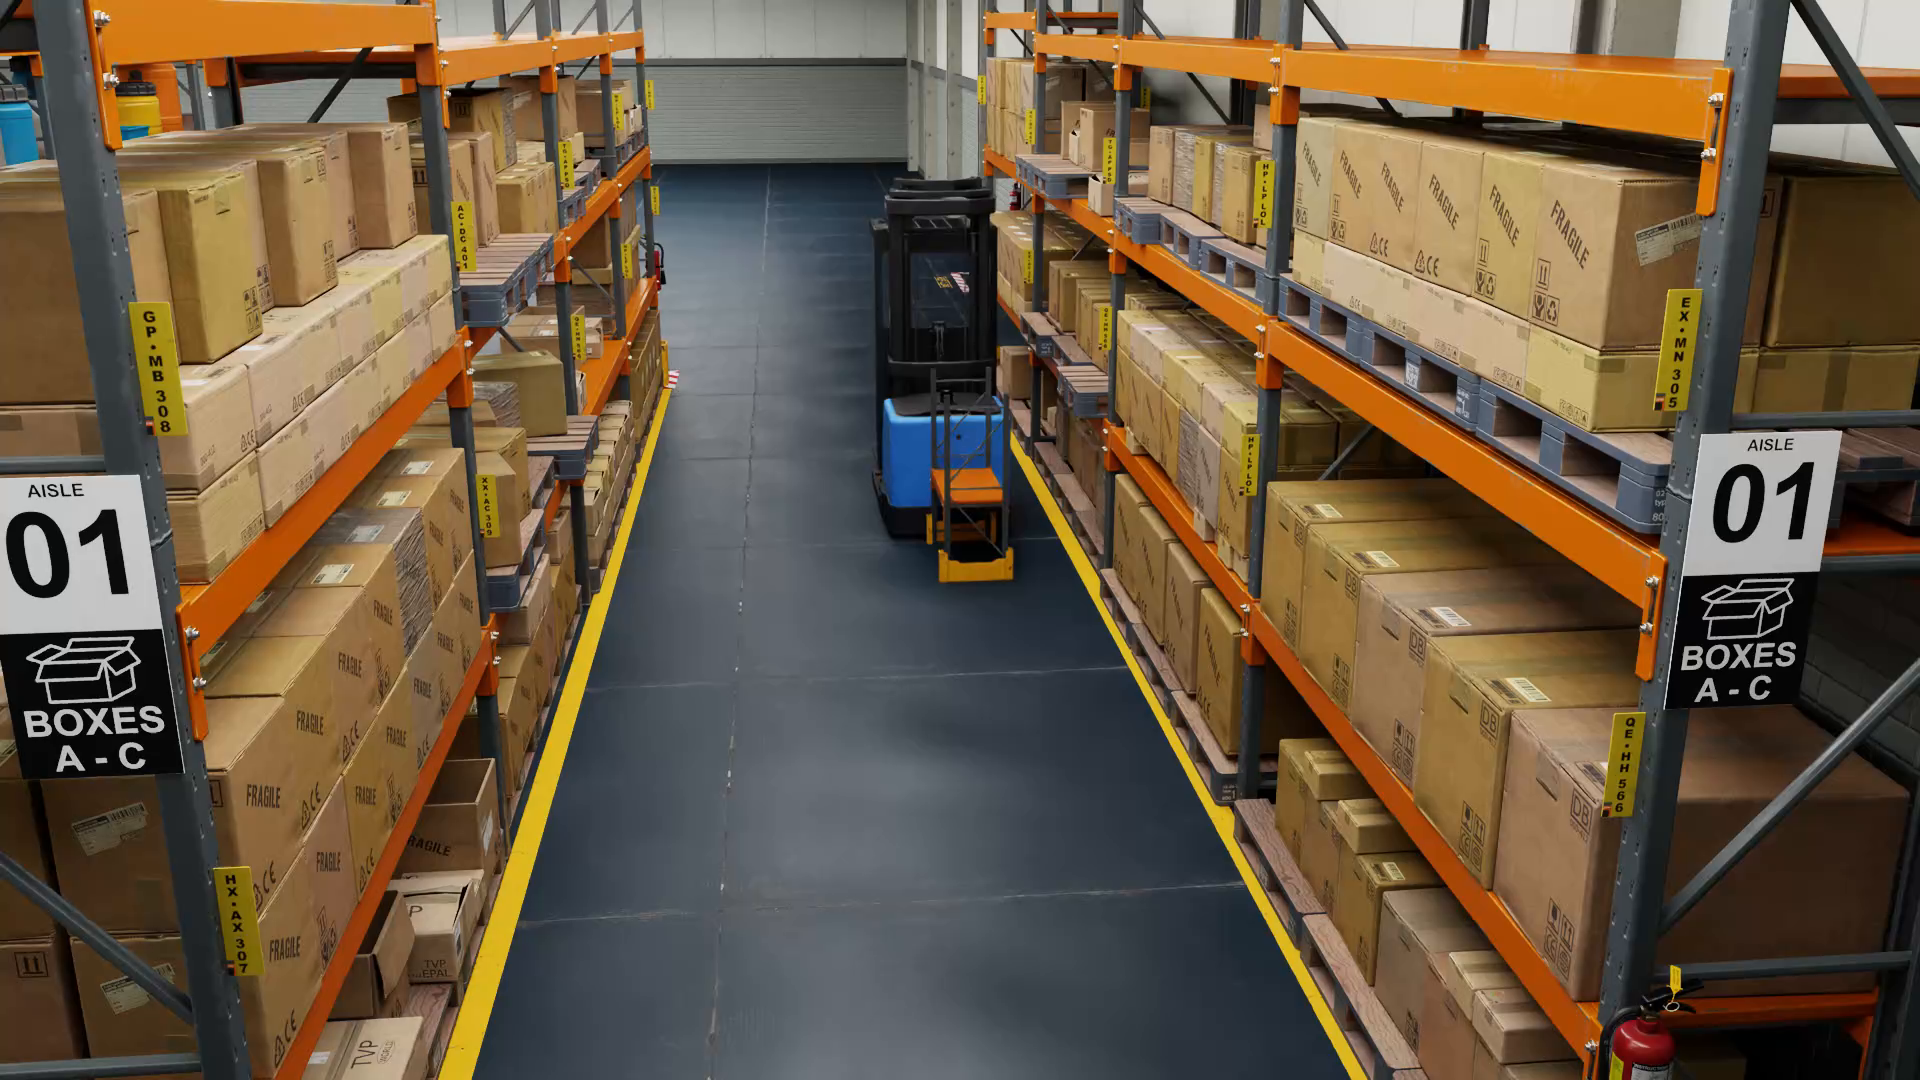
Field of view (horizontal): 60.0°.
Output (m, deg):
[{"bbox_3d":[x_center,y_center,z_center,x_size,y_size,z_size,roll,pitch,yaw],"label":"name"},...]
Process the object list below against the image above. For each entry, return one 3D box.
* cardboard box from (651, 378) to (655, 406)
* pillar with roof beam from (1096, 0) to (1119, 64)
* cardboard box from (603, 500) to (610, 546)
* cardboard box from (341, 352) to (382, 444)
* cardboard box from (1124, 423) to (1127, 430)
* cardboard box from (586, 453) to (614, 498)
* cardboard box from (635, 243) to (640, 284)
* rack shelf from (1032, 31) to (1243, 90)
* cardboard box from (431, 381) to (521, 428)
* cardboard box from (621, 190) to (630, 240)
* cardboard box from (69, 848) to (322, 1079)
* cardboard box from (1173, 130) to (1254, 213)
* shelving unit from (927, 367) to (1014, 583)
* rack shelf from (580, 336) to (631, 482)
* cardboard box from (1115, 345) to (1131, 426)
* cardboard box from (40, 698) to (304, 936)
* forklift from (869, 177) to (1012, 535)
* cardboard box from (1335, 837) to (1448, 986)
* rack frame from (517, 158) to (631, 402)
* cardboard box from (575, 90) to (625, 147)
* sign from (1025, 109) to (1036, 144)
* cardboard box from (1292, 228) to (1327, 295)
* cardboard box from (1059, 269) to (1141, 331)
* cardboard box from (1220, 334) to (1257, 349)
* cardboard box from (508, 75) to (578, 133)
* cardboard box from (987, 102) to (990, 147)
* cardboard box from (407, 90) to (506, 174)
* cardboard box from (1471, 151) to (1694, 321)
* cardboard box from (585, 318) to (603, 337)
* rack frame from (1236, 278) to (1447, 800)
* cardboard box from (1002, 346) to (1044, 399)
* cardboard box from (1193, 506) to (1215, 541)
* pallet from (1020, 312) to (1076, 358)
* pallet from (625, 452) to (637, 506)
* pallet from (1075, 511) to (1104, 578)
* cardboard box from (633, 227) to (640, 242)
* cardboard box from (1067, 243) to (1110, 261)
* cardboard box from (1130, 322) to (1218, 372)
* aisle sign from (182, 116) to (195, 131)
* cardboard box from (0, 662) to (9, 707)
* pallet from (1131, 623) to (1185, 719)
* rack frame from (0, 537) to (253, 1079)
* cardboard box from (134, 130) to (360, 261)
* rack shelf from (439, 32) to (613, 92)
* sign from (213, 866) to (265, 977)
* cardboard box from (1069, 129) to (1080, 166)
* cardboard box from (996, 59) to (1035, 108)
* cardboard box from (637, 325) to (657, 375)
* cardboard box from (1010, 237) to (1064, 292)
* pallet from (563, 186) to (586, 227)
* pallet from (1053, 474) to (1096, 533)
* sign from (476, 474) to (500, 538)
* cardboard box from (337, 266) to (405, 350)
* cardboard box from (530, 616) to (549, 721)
[{"bbox_3d":[-3.611,-1.604,18.167,0.500,0.250,0.500,-2,18,-6],"label":"cardboard box"},{"bbox_3d":[-2.549,-6.014,18.310,9.100,9.000,0.400,-2,18,-6],"label":"pillar with roof beam"},{"bbox_3d":[-3.116,-0.132,13.480,0.500,0.250,0.500,-2,18,-7],"label":"cardboard box"},{"bbox_3d":[-2.426,-0.513,6.046,0.500,0.250,0.500,-2,18,-6],"label":"cardboard box"},{"bbox_3d":[1.429,-0.868,12.319,0.380,0.149,0.250,-2,18,-6],"label":"cardboard box"},{"bbox_3d":[-3.176,-0.558,13.901,0.500,0.311,0.500,-2,18,-7],"label":"cardboard box"},{"bbox_3d":[-4.091,-3.221,19.261,0.700,0.500,0.500,-2,18,-6],"label":"cardboard box"},{"bbox_3d":[1.419,-4.007,13.786,1.077,0.370,4.000,-2,18,-6],"label":"rack shelf"},{"bbox_3d":[-3.220,-0.714,10.577,0.700,0.500,0.500,1,17,5],"label":"cardboard box"},{"bbox_3d":[-3.973,-3.517,18.039,0.700,0.500,0.500,-2,18,-5],"label":"cardboard box"},{"bbox_3d":[-2.260,1.266,4.968,0.500,0.500,0.500,-1,17,-4],"label":"cardboard box"},{"bbox_3d":[1.840,-2.473,11.137,0.700,0.500,0.500,-3,18,-9],"label":"cardboard box"},{"bbox_3d":[0.070,-0.545,13.410,0.587,1.500,1.083,-2,18,-6],"label":"shelving unit"},{"bbox_3d":[-3.508,-1.182,14.134,1.077,0.370,4.000,-2,18,-6],"label":"rack shelf"},{"bbox_3d":[1.421,-1.130,12.070,0.500,0.500,0.500,-1,17,-4],"label":"cardboard box"},{"bbox_3d":[-2.260,0.789,4.818,0.500,0.500,0.500,-1,17,-4],"label":"cardboard box"},{"bbox_3d":[-0.243,-1.839,15.142,1.130,2.935,3.031,-2,18,-6],"label":"forklift"},{"bbox_3d":[2.113,1.630,7.451,0.700,0.500,0.500,-1,17,-4],"label":"cardboard box"},{"bbox_3d":[-3.714,-2.121,15.924,1.000,3.000,0.127,-2,18,-6],"label":"rack frame"},{"bbox_3d":[-3.504,-4.025,15.880,0.500,0.500,0.500,0,17,-1],"label":"cardboard box"},{"bbox_3d":[0.674,-3.934,15.828,0.100,0.325,0.005,-2,18,-6],"label":"sign"},{"bbox_3d":[1.847,-1.285,7.637,0.500,0.250,0.500,-2,18,-6],"label":"cardboard box"},{"bbox_3d":[1.282,-2.213,15.317,0.700,0.500,0.500,0,17,0],"label":"cardboard box"},{"bbox_3d":[2.030,-1.206,11.060,0.500,0.250,0.500,-2,18,-7],"label":"cardboard box"},{"bbox_3d":[-3.689,-3.853,14.733,0.500,0.500,0.500,-2,17,-5],"label":"cardboard box"},{"bbox_3d":[0.586,-4.848,19.402,0.500,0.500,0.500,-1,17,-4],"label":"cardboard box"},{"bbox_3d":[-3.210,-2.603,10.615,0.500,0.500,0.500,-2,18,-6],"label":"cardboard box"},{"bbox_3d":[2.063,-1.024,5.554,0.500,0.500,0.500,-1,17,-4],"label":"cardboard box"},{"bbox_3d":[-3.620,-1.904,15.484,0.500,0.250,0.500,-1,17,-2],"label":"cardboard box"},{"bbox_3d":[2.038,0.109,8.823,1.000,3.000,0.127,-2,18,-6],"label":"rack frame"},{"bbox_3d":[0.867,-1.885,18.612,0.700,0.500,0.500,-3,18,-9],"label":"cardboard box"},{"bbox_3d":[1.605,-0.103,9.883,0.380,0.149,0.250,-2,18,-6],"label":"cardboard box"},{"bbox_3d":[1.147,-1.951,15.704,1.003,0.211,1.213,-2,18,-6],"label":"pallet"},{"bbox_3d":[-3.599,-0.572,15.646,1.003,0.211,1.213,-2,18,-6],"label":"pallet"},{"bbox_3d":[1.546,0.014,13.779,1.003,0.211,1.213,-2,18,-6],"label":"pallet"},{"bbox_3d":[-3.869,-3.484,19.016,0.380,0.149,0.250,-1,17,-4],"label":"cardboard box"},{"bbox_3d":[1.372,-2.717,16.789,0.500,0.500,0.500,-2,18,-7],"label":"cardboard box"},{"bbox_3d":[1.472,-1.337,11.478,0.500,0.250,0.500,-2,18,-6],"label":"cardboard box"},{"bbox_3d":[-8.766,-4.431,18.944,0.394,0.787,0.004,-2,18,-6],"label":"aisle sign"},{"bbox_3d":[-2.848,0.655,5.246,0.500,0.500,0.500,-1,17,-4],"label":"cardboard box"},{"bbox_3d":[1.755,0.847,11.126,1.003,0.211,1.213,-2,18,-6],"label":"pallet"},{"bbox_3d":[-2.476,1.455,4.536,1.000,3.000,0.127,-2,18,-6],"label":"rack frame"},{"bbox_3d":[-2.890,-1.396,6.772,0.700,0.500,0.500,-2,18,-6],"label":"cardboard box"},{"bbox_3d":[-3.508,-3.853,13.295,1.077,0.370,4.000,-2,18,-6],"label":"rack shelf"},{"bbox_3d":[-1.936,1.025,4.460,0.100,0.325,0.005,-2,18,-6],"label":"sign"},{"bbox_3d":[1.253,-3.515,14.805,0.500,0.311,0.500,-1,17,-4],"label":"cardboard box"},{"bbox_3d":[0.664,-5.006,18.238,0.500,0.500,0.500,-1,17,-4],"label":"cardboard box"},{"bbox_3d":[-3.657,-2.111,18.530,0.500,0.500,0.500,-2,18,-6],"label":"cardboard box"},{"bbox_3d":[0.800,-2.850,17.214,0.500,0.500,0.500,-2,18,-6],"label":"cardboard box"},{"bbox_3d":[-3.460,-2.469,12.342,1.213,0.211,1.003,-1,17,-3],"label":"pallet"},{"bbox_3d":[1.424,-0.348,14.934,1.003,0.211,1.213,-2,18,-6],"label":"pallet"},{"bbox_3d":[-2.350,-0.169,8.263,0.100,0.325,0.005,-2,18,-6],"label":"sign"},{"bbox_3d":[-2.471,-0.901,6.446,0.500,0.250,0.500,-2,18,-6],"label":"cardboard box"},{"bbox_3d":[-2.806,0.786,10.104,0.500,0.500,0.500,-2,17,-5],"label":"cardboard box"}]
